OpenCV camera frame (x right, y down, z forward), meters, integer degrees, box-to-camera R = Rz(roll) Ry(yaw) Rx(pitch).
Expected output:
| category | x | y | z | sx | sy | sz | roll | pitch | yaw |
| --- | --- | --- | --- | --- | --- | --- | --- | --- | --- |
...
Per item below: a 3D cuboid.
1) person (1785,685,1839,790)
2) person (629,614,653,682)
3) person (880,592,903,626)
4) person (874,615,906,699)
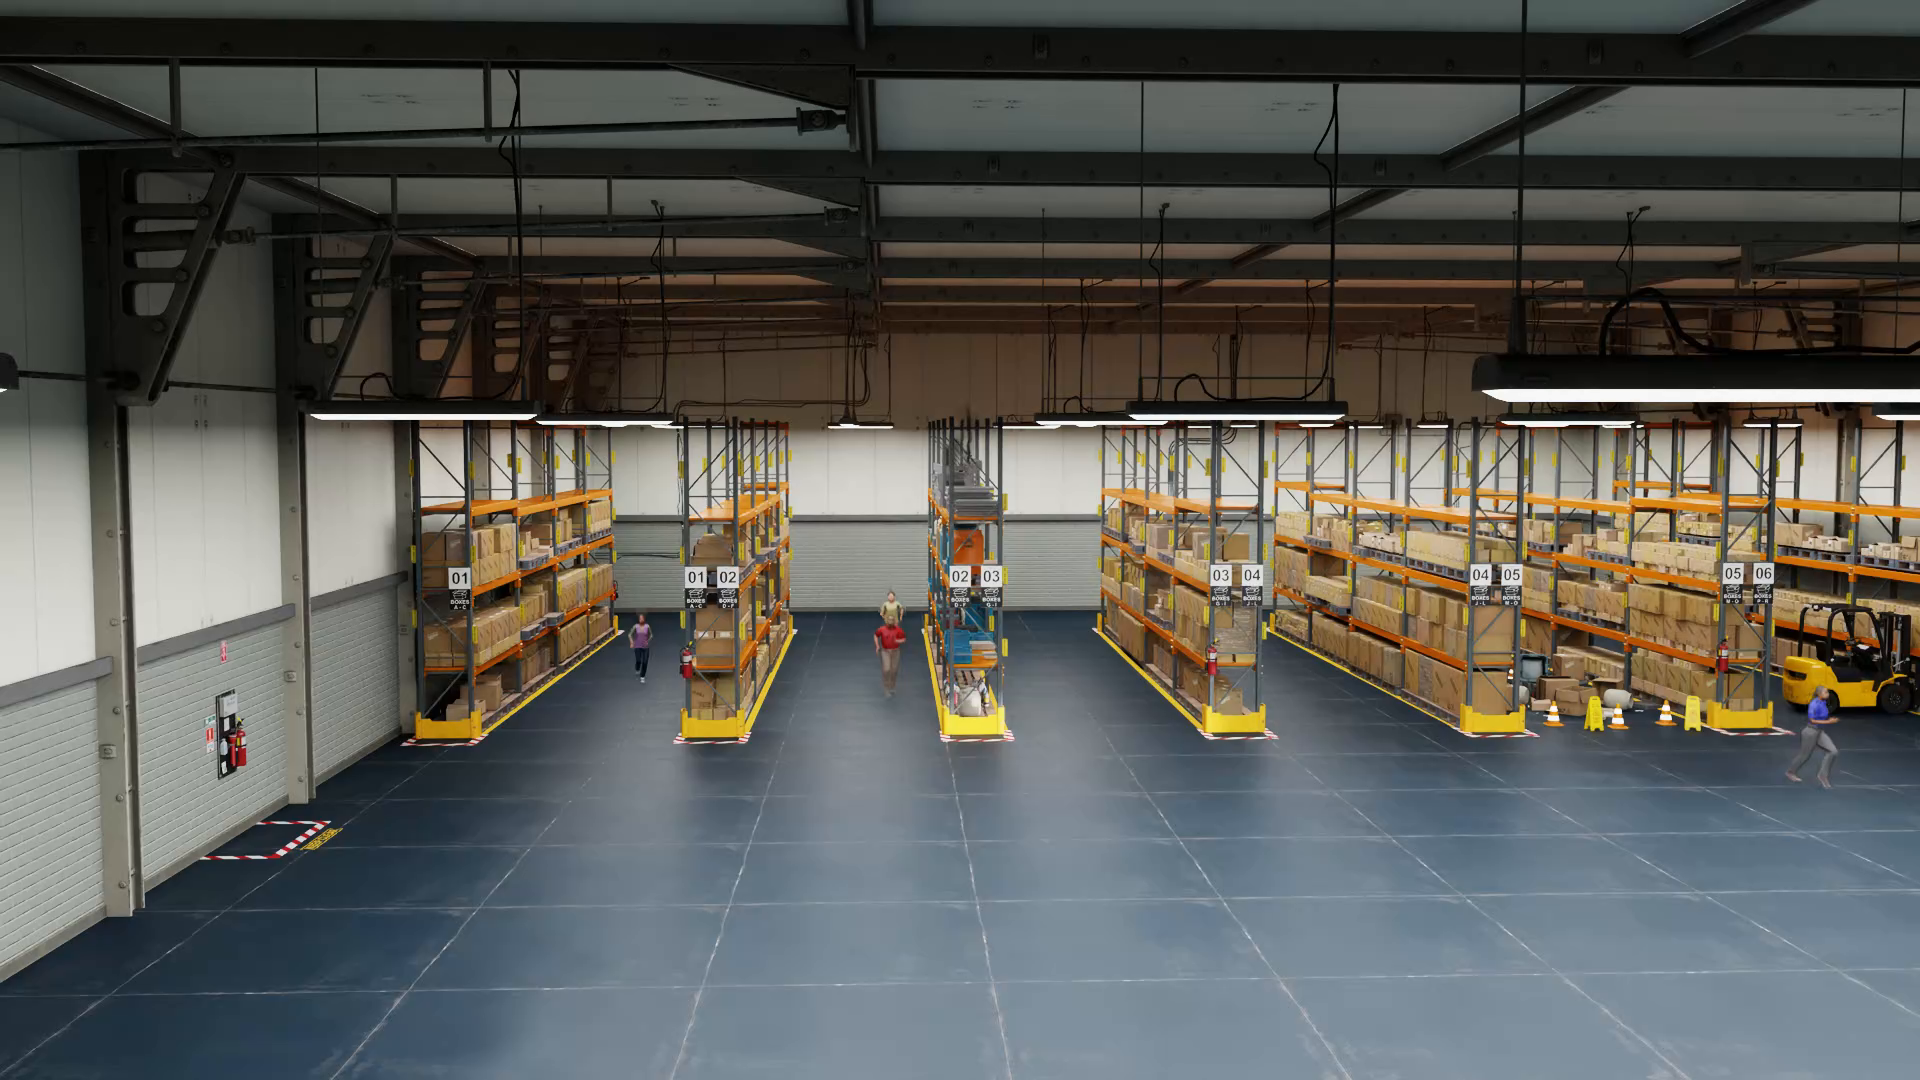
| category | x | y | z | sx | sy | sz | roll | pitch | yaw |
| --- | --- | --- | --- | --- | --- | --- | --- | --- | --- |
| person | 13.735 | 3.159 | 26.781 | 0.599 | 1.682 | 0.830 | -3 | 5 | -40 |
| person | -7.253 | 2.470 | 37.874 | 0.532 | 1.560 | 0.541 | -1 | 4 | -16 |
| person | -1.737 | 2.139 | 42.506 | 0.593 | 1.640 | 0.875 | 0 | 4 | -3 |
| person | -1.498 | 2.507 | 35.990 | 0.643 | 1.780 | 0.864 | -1 | 4 | -12 |
